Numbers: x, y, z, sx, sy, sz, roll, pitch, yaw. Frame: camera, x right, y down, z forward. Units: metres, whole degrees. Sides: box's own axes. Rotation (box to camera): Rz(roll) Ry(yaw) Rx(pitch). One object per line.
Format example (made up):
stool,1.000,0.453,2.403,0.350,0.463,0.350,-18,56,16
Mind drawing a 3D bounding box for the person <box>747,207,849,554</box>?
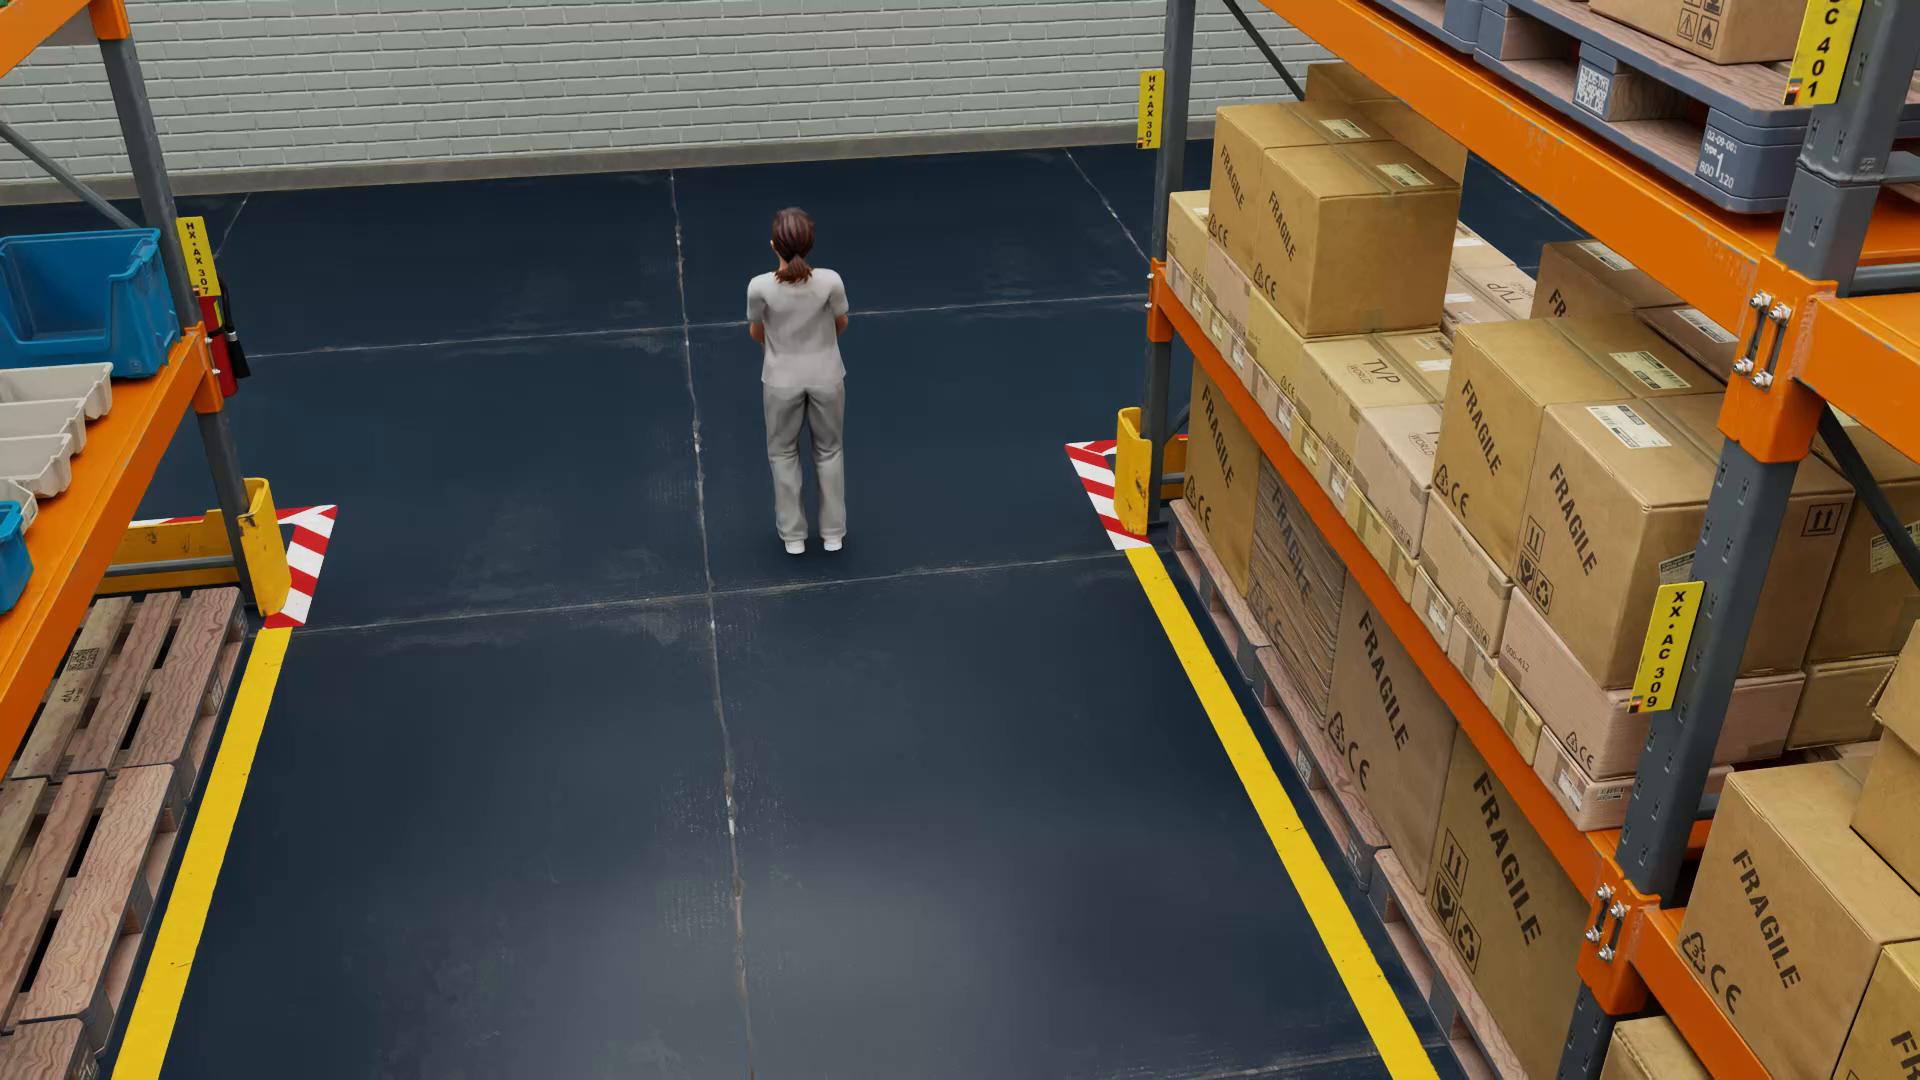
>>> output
person,-0.702,-0.709,7.334,0.437,1.662,0.561,-5,31,-8
